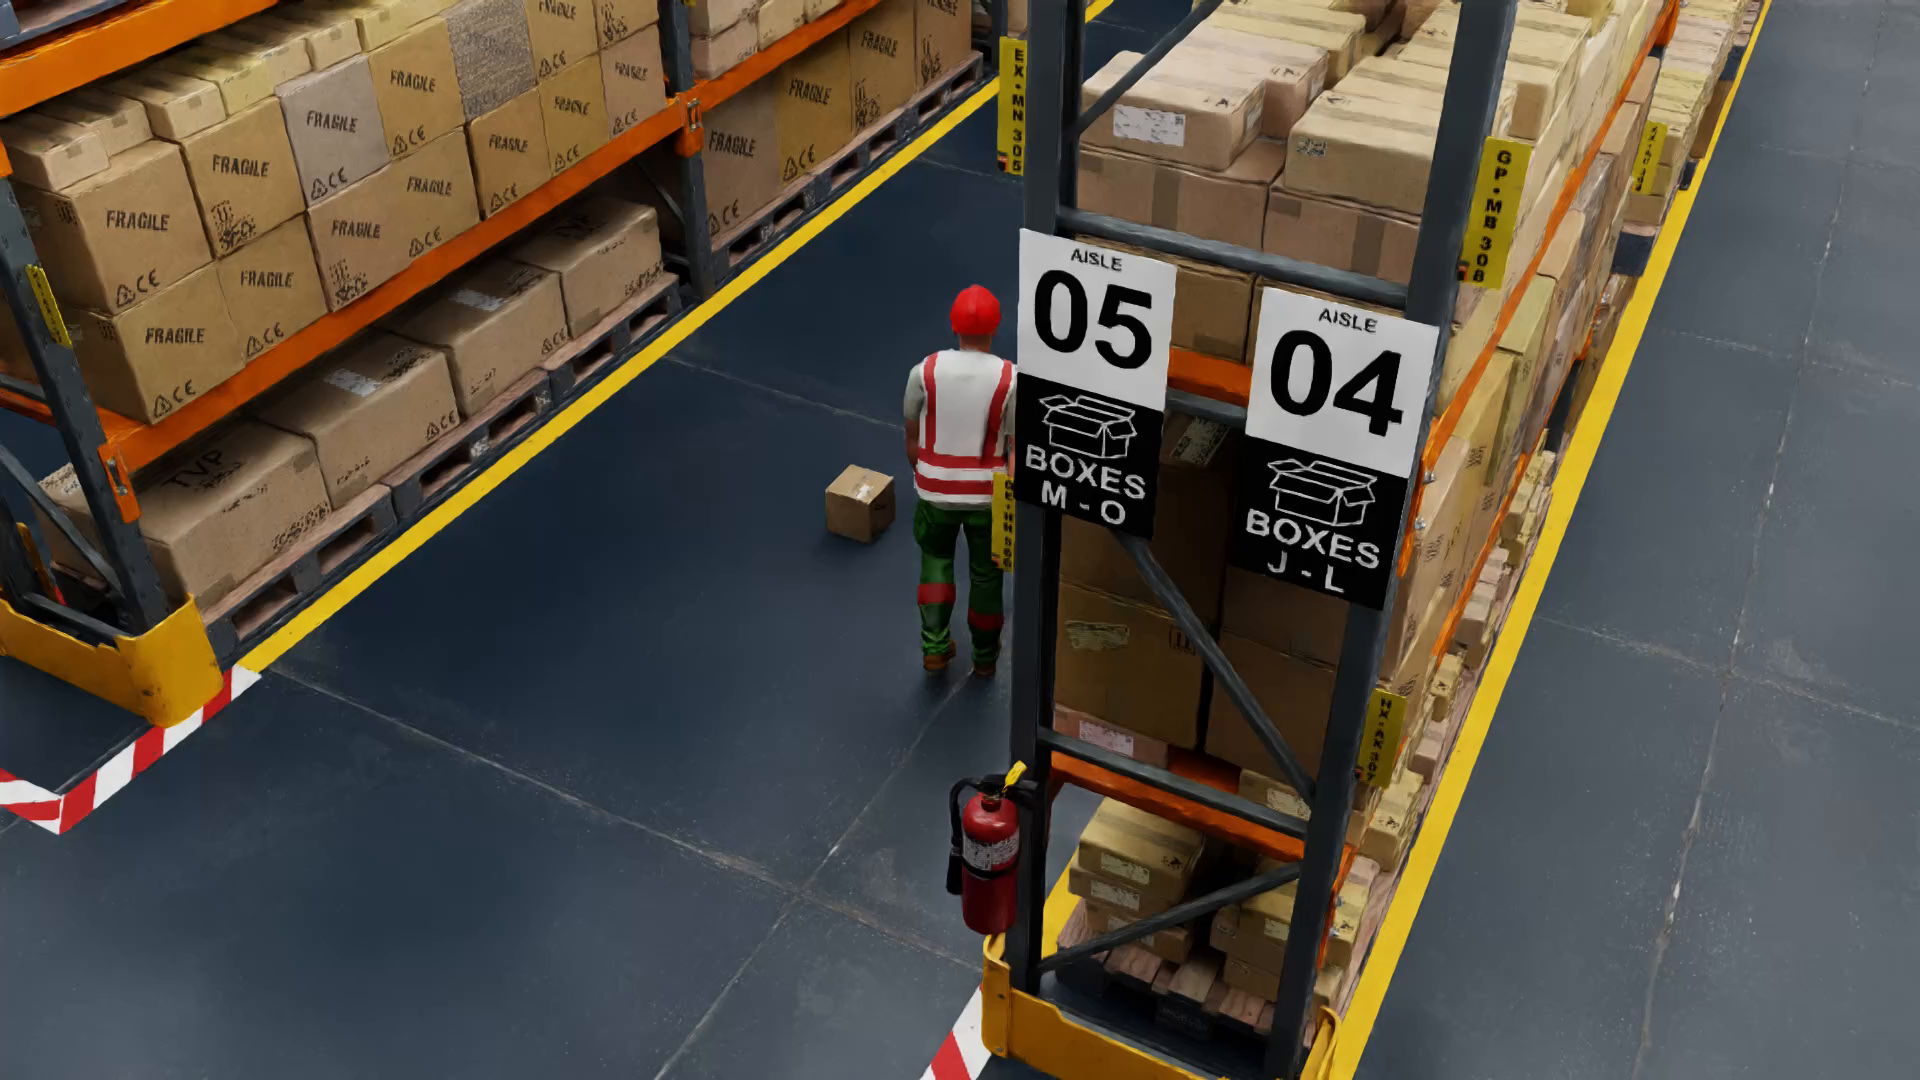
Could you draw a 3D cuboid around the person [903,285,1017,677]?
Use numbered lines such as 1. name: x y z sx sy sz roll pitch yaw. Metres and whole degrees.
1. person: 0.029 -0.196 6.997 0.539 1.761 0.675 5 38 6
